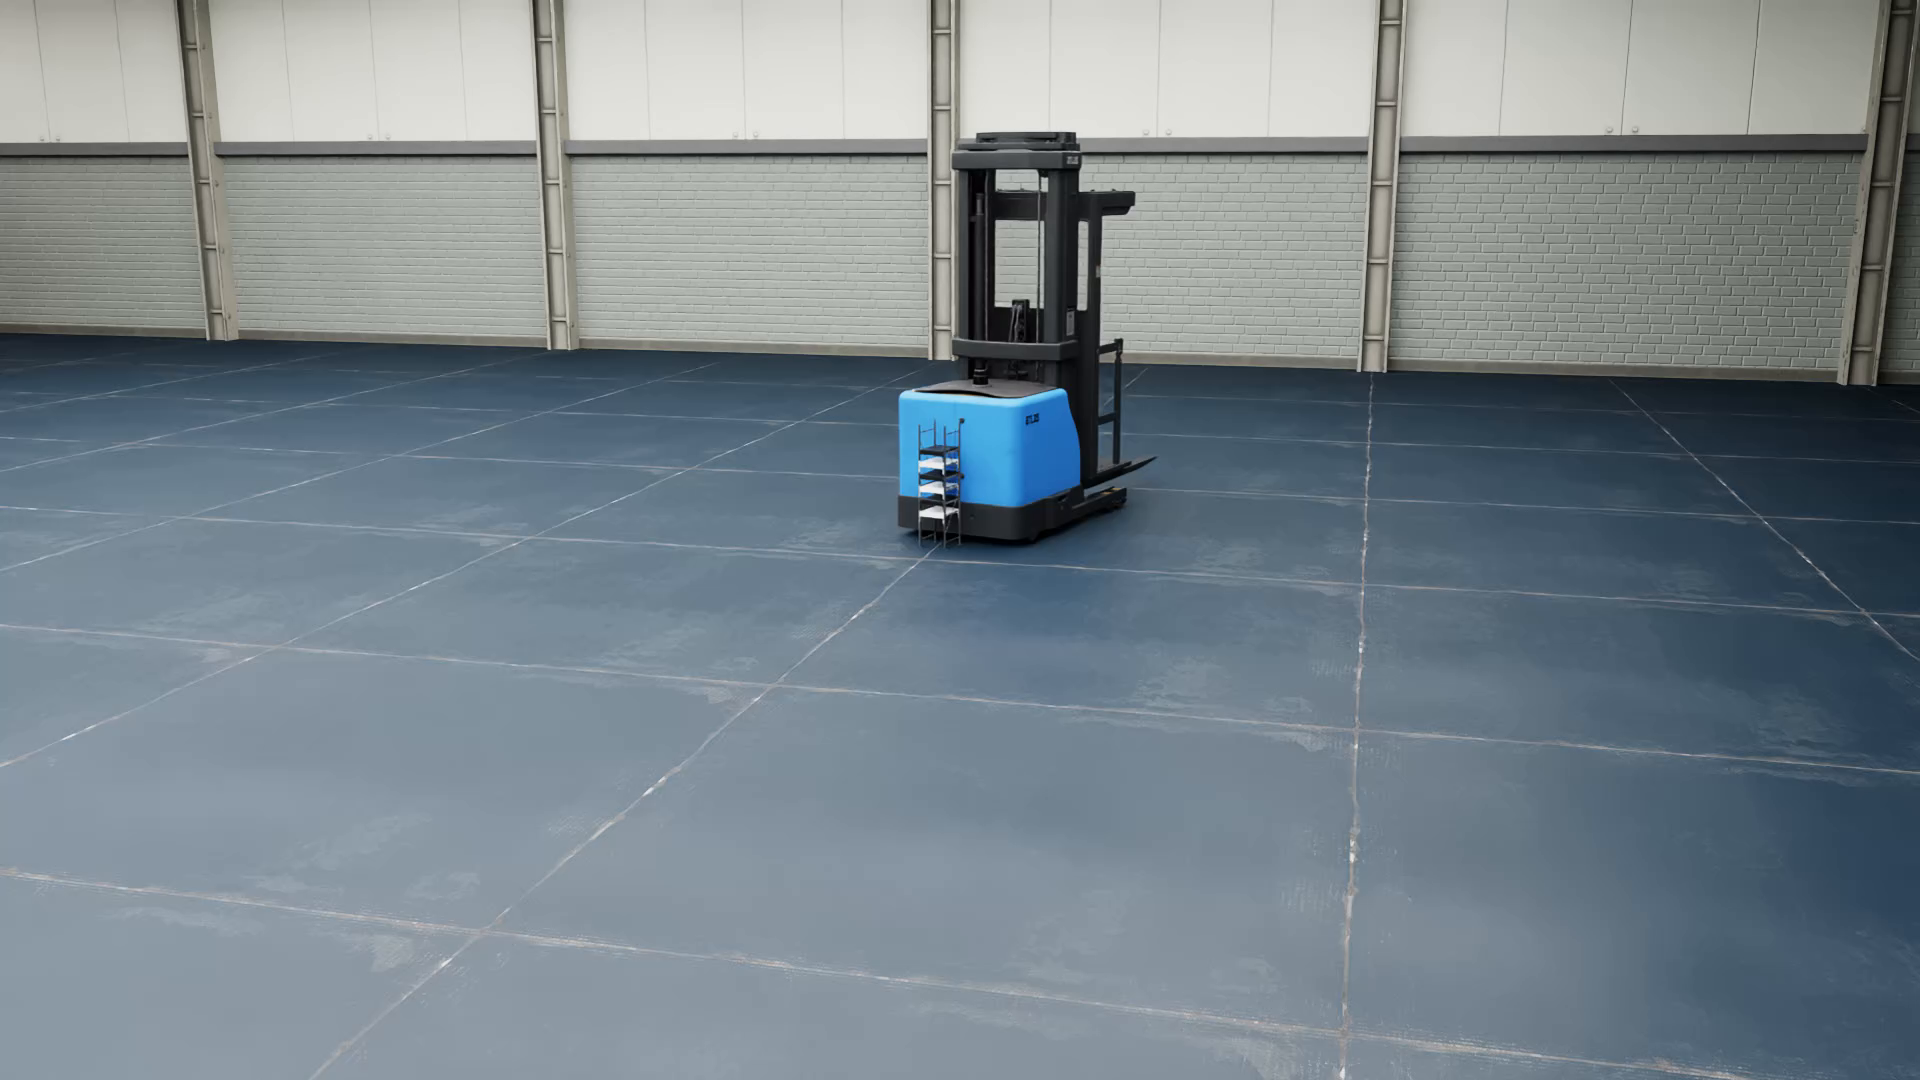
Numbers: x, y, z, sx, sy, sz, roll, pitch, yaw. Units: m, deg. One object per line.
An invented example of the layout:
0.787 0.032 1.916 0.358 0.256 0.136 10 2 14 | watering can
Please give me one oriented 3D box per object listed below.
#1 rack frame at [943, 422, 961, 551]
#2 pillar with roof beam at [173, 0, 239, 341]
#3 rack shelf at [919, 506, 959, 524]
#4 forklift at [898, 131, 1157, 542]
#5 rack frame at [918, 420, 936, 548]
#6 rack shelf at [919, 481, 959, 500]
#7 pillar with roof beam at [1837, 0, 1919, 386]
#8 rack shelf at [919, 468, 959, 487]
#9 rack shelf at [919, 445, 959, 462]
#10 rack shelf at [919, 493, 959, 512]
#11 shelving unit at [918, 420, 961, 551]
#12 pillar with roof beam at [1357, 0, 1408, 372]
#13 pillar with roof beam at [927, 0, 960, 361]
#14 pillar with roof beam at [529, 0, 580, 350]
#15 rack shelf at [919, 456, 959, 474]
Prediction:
-0.056 -0.381 11.869 0.006 0.900 0.240 7 14 28 | rack frame
-12.909 -6.721 21.753 0.400 9.000 9.100 3 13 14 | pillar with roof beam
-0.144 -0.183 11.964 0.200 0.077 0.258 7 14 28 | rack shelf
0.692 -1.694 13.101 1.130 2.935 3.031 7 14 28 | forklift
-0.234 -0.402 11.965 0.006 0.900 0.240 7 14 28 | rack frame
-0.145 -0.359 11.924 0.200 0.077 0.258 7 14 28 | rack shelf
10.392 -5.476 16.140 0.400 9.000 9.100 3 13 14 | pillar with roof beam
-0.145 -0.446 11.905 0.200 0.077 0.258 7 14 28 | rack shelf
-0.145 -0.622 11.865 0.200 0.077 0.258 7 14 28 | rack shelf
-0.144 -0.271 11.944 0.200 0.077 0.258 7 14 28 | rack shelf
-0.145 -0.391 11.917 0.210 0.900 0.258 7 14 28 | shelving unit
4.567 -5.787 17.543 0.400 9.000 9.100 3 13 14 | pillar with roof beam
-1.259 -6.099 18.947 0.400 9.000 9.100 3 13 14 | pillar with roof beam
-7.084 -6.410 20.350 0.400 9.000 9.100 3 13 14 | pillar with roof beam
-0.145 -0.534 11.885 0.200 0.077 0.258 7 14 28 | rack shelf
